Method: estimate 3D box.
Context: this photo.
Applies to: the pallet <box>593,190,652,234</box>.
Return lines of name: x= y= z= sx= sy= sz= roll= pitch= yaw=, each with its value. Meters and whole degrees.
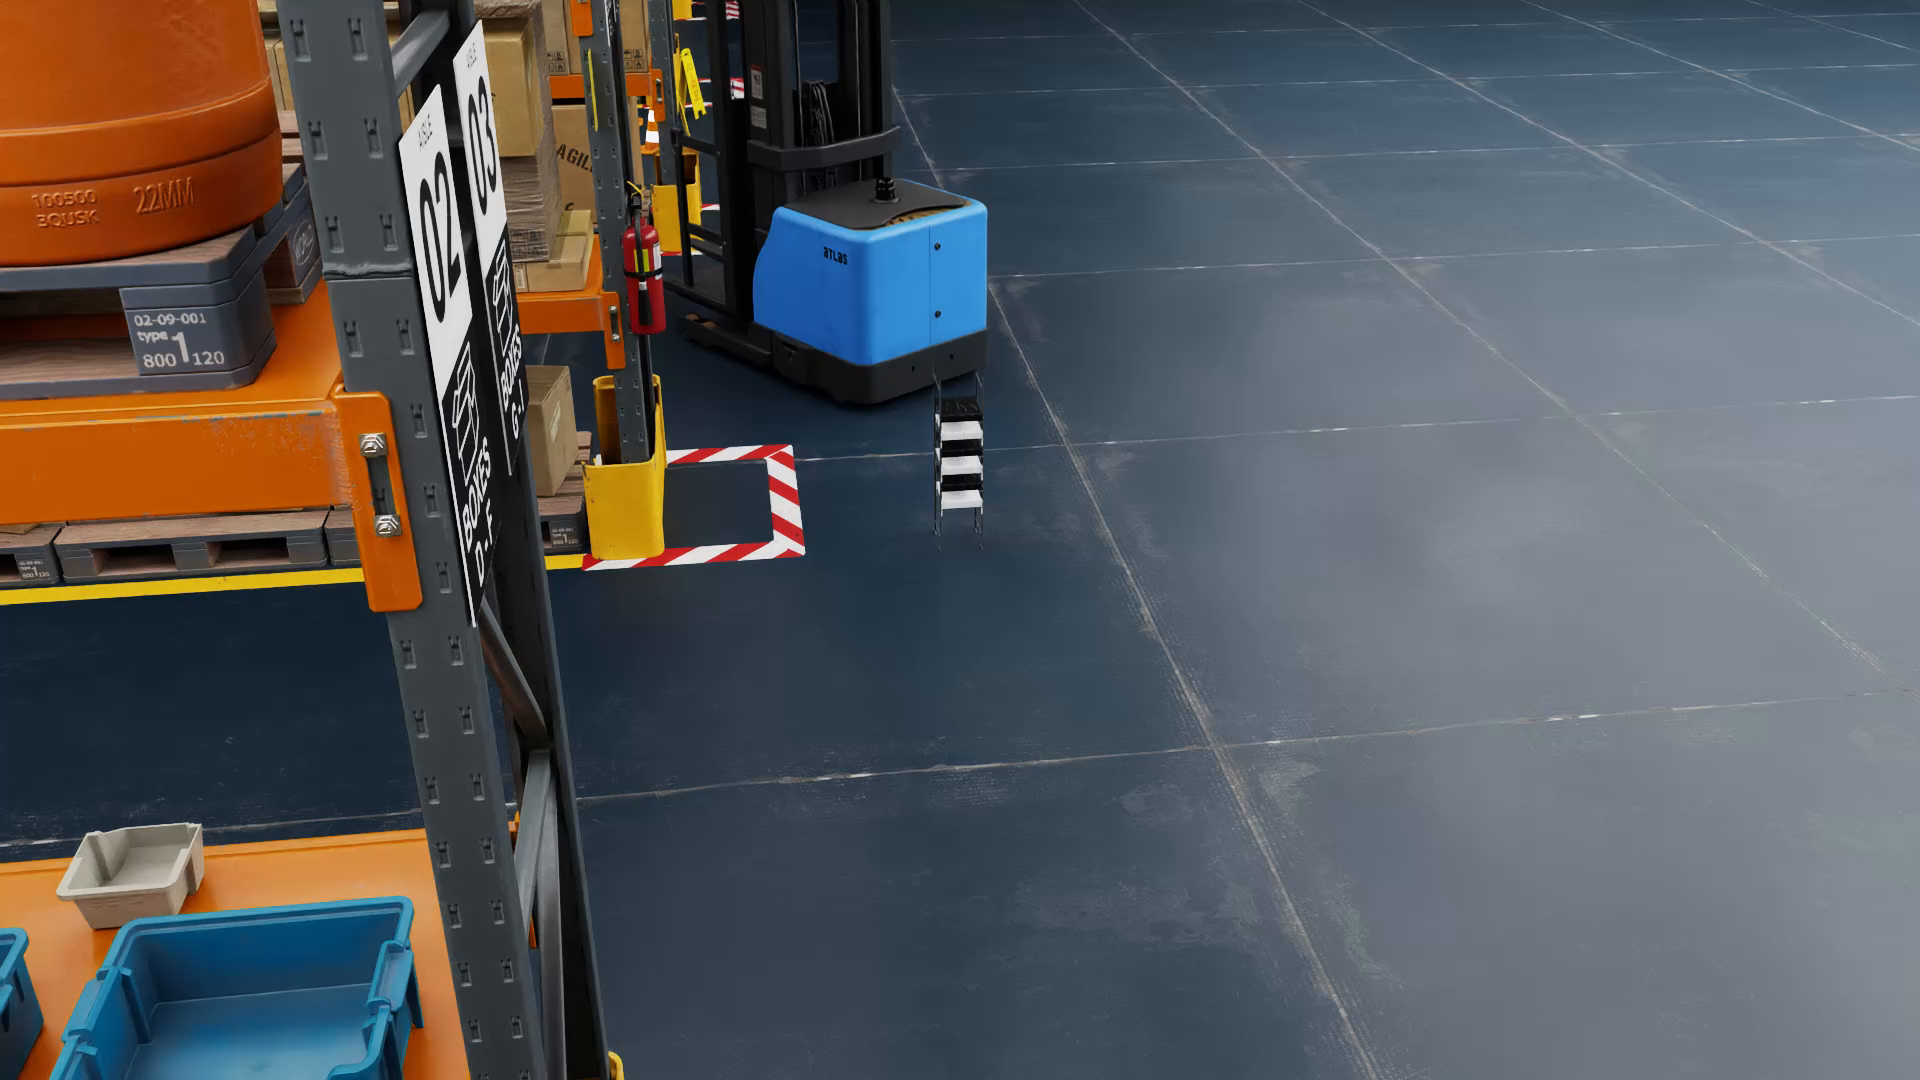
pallet: x=-2.991 y=-2.432 z=12.758 sx=1.213 sy=0.211 sz=1.003 roll=-4 pitch=27 yaw=-7

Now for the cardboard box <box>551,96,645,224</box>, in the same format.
cardboard box: x=-2.873 y=-2.927 z=12.537 sx=0.875 sy=0.875 sz=0.875 roll=-4 pitch=27 yaw=-7

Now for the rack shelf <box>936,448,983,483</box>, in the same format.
rack shelf: x=-0.008 y=-0.370 z=8.059 sx=0.200 sy=0.077 sz=0.258 roll=-4 pitch=27 yaw=-7

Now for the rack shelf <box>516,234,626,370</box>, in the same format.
rack shelf: x=-3.600 y=-1.063 z=7.824 sx=4.000 sy=0.370 sz=1.077 roll=-4 pitch=27 yaw=-7

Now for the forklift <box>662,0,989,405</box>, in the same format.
forklift: x=-1.188 y=-2.673 z=10.250 sx=1.130 sy=2.935 sz=3.031 roll=-23 pitch=35 yaw=-37

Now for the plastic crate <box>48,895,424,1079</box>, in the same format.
plastic crate: x=-1.383 y=0.962 z=3.252 sx=0.616 sy=0.251 sz=0.499 roll=-4 pitch=27 yaw=-7

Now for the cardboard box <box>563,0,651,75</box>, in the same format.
cardboard box: x=-2.572 y=-3.781 z=12.170 sx=0.550 sy=0.550 sz=0.875 roll=-4 pitch=27 yaw=-7

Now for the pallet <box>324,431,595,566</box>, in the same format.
pallet: x=-2.504 y=-0.229 z=8.465 sx=1.213 sy=0.211 sz=1.003 roll=-4 pitch=27 yaw=-7

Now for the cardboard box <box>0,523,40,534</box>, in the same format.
cardboard box: x=-4.613 y=-0.378 z=7.978 sx=0.500 sy=0.500 sz=0.500 roll=5 pitch=28 yaw=9

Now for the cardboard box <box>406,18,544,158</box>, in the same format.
cardboard box: x=-2.130 y=-1.985 z=7.302 sx=0.500 sy=0.500 sz=0.500 roll=-4 pitch=27 yaw=-7

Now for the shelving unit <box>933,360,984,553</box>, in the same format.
shelving unit: x=-0.008 y=-0.400 z=8.044 sx=0.210 sy=0.900 sz=0.258 roll=-4 pitch=27 yaw=-7

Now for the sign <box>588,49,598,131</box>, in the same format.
sign: x=-1.562 y=-1.914 z=7.079 sx=0.005 sy=0.325 sz=0.100 roll=-4 pitch=27 yaw=-7

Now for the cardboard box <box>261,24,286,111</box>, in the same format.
cardboard box: x=-3.119 y=-1.920 z=7.176 sx=0.500 sy=0.500 sz=0.500 roll=-4 pitch=27 yaw=-7

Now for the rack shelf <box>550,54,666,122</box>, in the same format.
rack shelf: x=-4.191 y=-3.312 z=12.206 sx=4.000 sy=0.370 sz=1.077 roll=-4 pitch=27 yaw=-7

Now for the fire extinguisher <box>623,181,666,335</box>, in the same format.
fire extinguisher: x=-1.442 y=-1.275 z=7.533 sx=0.183 sy=0.674 sz=0.296 roll=-4 pitch=27 yaw=-7

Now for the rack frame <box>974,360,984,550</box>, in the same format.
rack frame: x=0.093 y=-0.406 z=8.056 sx=0.006 sy=0.900 sz=0.240 roll=-4 pitch=27 yaw=-7

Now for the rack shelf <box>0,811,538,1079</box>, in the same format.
rack shelf: x=-2.910 y=1.176 z=3.460 sx=4.000 sy=0.370 sz=1.077 roll=-4 pitch=27 yaw=-7

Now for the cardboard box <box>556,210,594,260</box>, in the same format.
cardboard box: x=-1.935 y=-1.488 z=8.139 sx=0.250 sy=0.149 sz=0.380 roll=-4 pitch=27 yaw=-7

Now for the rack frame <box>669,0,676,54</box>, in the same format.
rack frame: x=-3.000 y=-5.990 z=16.638 sx=0.127 sy=3.000 sz=1.000 roll=-4 pitch=27 yaw=-7

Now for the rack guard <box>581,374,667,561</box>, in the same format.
rack guard: x=-1.695 y=-0.393 z=8.469 sx=0.348 sy=0.500 sz=1.175 roll=-4 pitch=27 yaw=-7

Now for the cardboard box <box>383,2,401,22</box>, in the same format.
cardboard box: x=-2.698 y=-2.191 z=7.705 sx=0.500 sy=0.500 sz=0.500 roll=-4 pitch=27 yaw=-7

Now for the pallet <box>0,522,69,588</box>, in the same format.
pallet: x=-4.920 y=-0.074 z=8.163 sx=1.213 sy=0.211 sz=1.003 roll=-4 pitch=27 yaw=-7

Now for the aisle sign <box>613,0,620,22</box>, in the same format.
aisle sign: x=-1.600 y=-2.806 z=7.586 sx=0.004 sy=0.787 sz=0.394 roll=-4 pitch=27 yaw=-7

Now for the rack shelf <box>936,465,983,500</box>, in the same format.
rack shelf: x=-0.008 y=-0.290 z=8.100 sx=0.200 sy=0.077 sz=0.258 roll=-4 pitch=27 yaw=-7

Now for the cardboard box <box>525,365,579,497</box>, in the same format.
cardboard box: x=-2.240 y=-0.553 z=8.320 sx=0.500 sy=0.500 sz=0.500 roll=1 pitch=27 yaw=2

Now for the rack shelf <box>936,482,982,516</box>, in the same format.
rack shelf: x=-0.008 y=-0.210 z=8.141 sx=0.200 sy=0.077 sz=0.258 roll=-4 pitch=27 yaw=-7

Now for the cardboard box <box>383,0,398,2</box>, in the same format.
cardboard box: x=-4.204 y=-3.705 z=12.021 sx=0.500 sy=0.550 sz=0.875 roll=-4 pitch=27 yaw=-7

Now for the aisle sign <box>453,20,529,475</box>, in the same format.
aisle sign: x=-0.899 y=-0.565 z=3.217 sx=0.004 sy=0.787 sz=0.394 roll=-4 pitch=27 yaw=-7

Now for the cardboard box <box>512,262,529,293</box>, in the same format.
cardboard box: x=-2.121 y=-1.271 z=7.717 sx=0.250 sy=0.149 sz=0.380 roll=-4 pitch=27 yaw=-7

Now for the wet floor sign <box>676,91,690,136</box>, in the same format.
wet floor sign: x=-2.458 y=-3.608 z=14.575 sx=0.232 sy=0.644 sz=0.267 roll=-8 pitch=28 yaw=-16

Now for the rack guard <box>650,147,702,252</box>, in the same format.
rack guard: x=-2.187 y=-2.648 z=12.863 sx=0.348 sy=0.500 sz=1.175 roll=-4 pitch=27 yaw=-7

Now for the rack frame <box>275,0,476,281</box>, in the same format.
rack frame: x=-0.929 y=-1.940 z=2.174 sx=0.127 sy=3.000 sz=1.000 roll=-4 pitch=27 yaw=-7

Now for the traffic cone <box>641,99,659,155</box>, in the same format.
traffic cone: x=-2.755 y=-3.771 z=15.092 sx=0.334 sy=0.463 sz=0.336 roll=-4 pitch=27 yaw=-7
